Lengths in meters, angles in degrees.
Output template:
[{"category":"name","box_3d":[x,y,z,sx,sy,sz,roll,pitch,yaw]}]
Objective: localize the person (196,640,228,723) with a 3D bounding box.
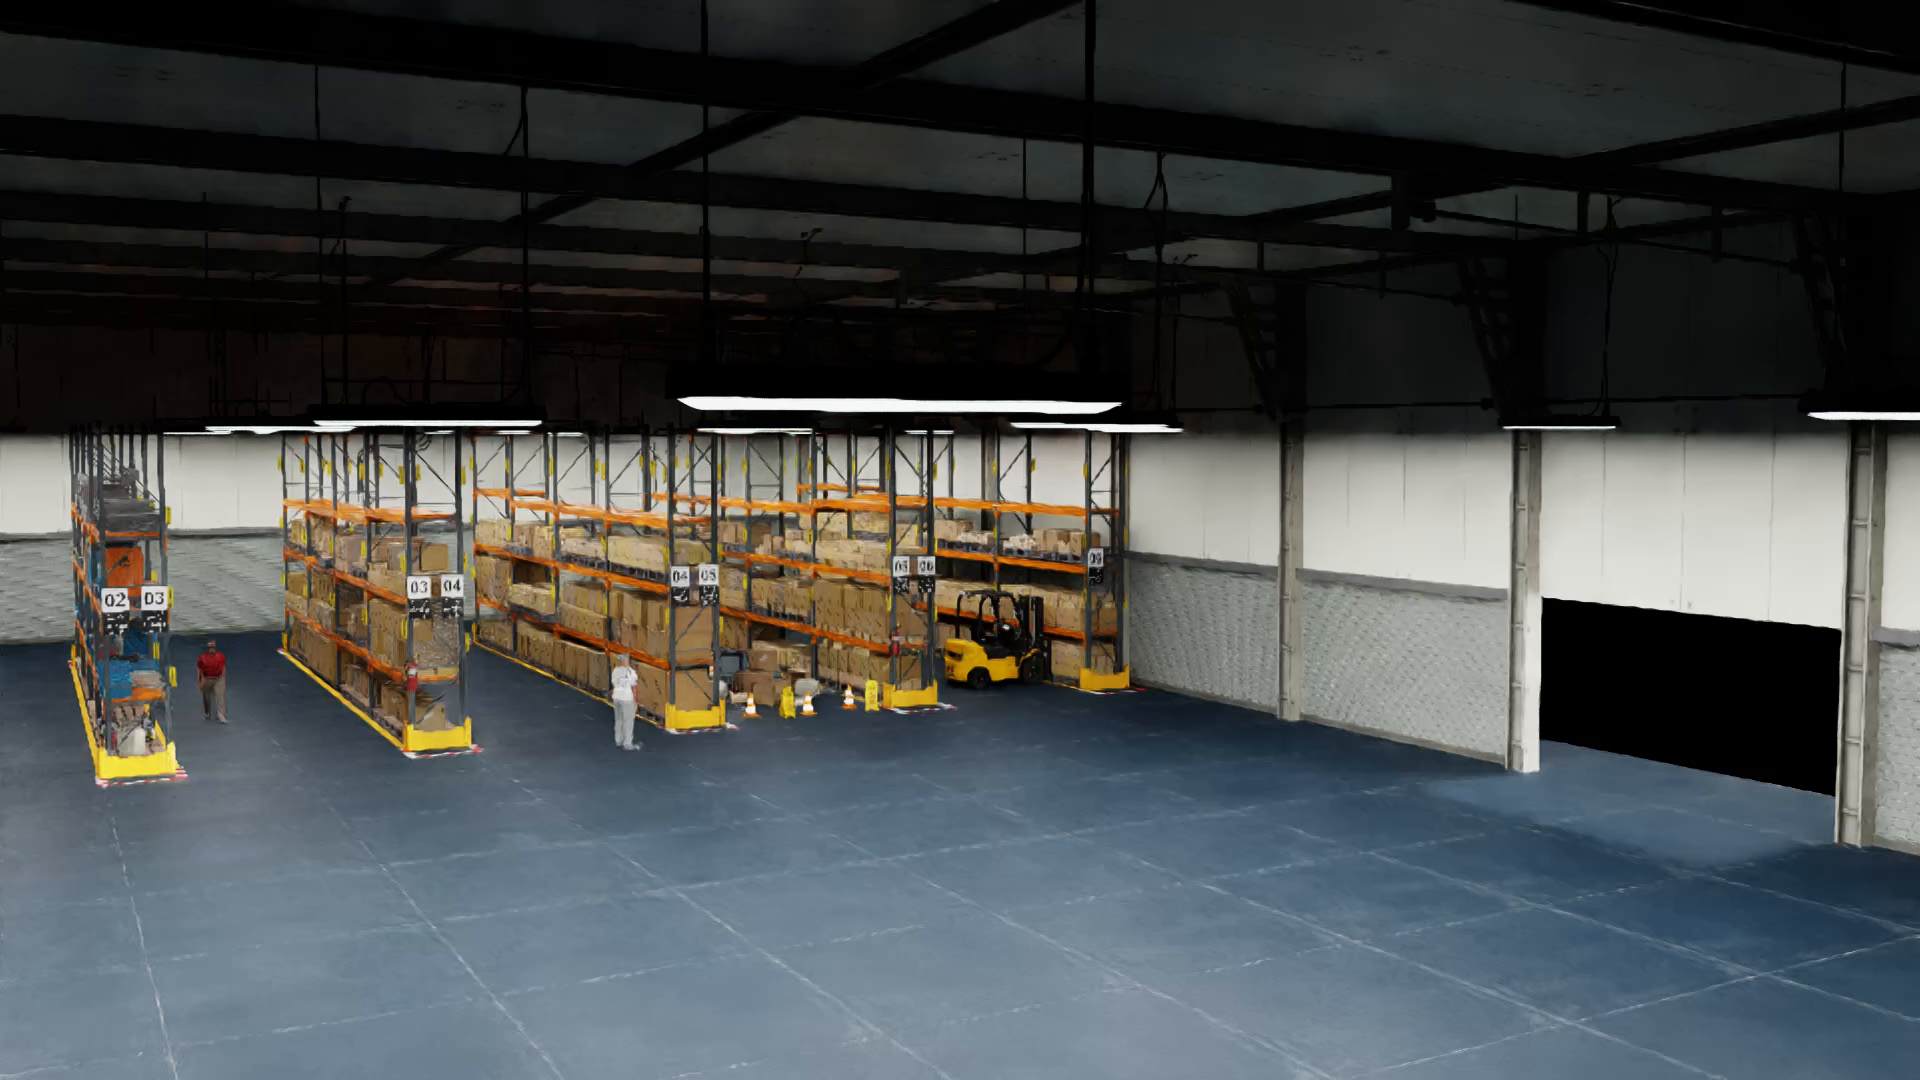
[{"category":"person","box_3d":[-15.019,2.867,33.375,0.542,1.552,1.126,-2,4,-27]}]

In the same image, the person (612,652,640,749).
[{"category":"person","box_3d":[-6.128,2.942,30.581,0.513,1.759,0.476,2,4,29]}]
